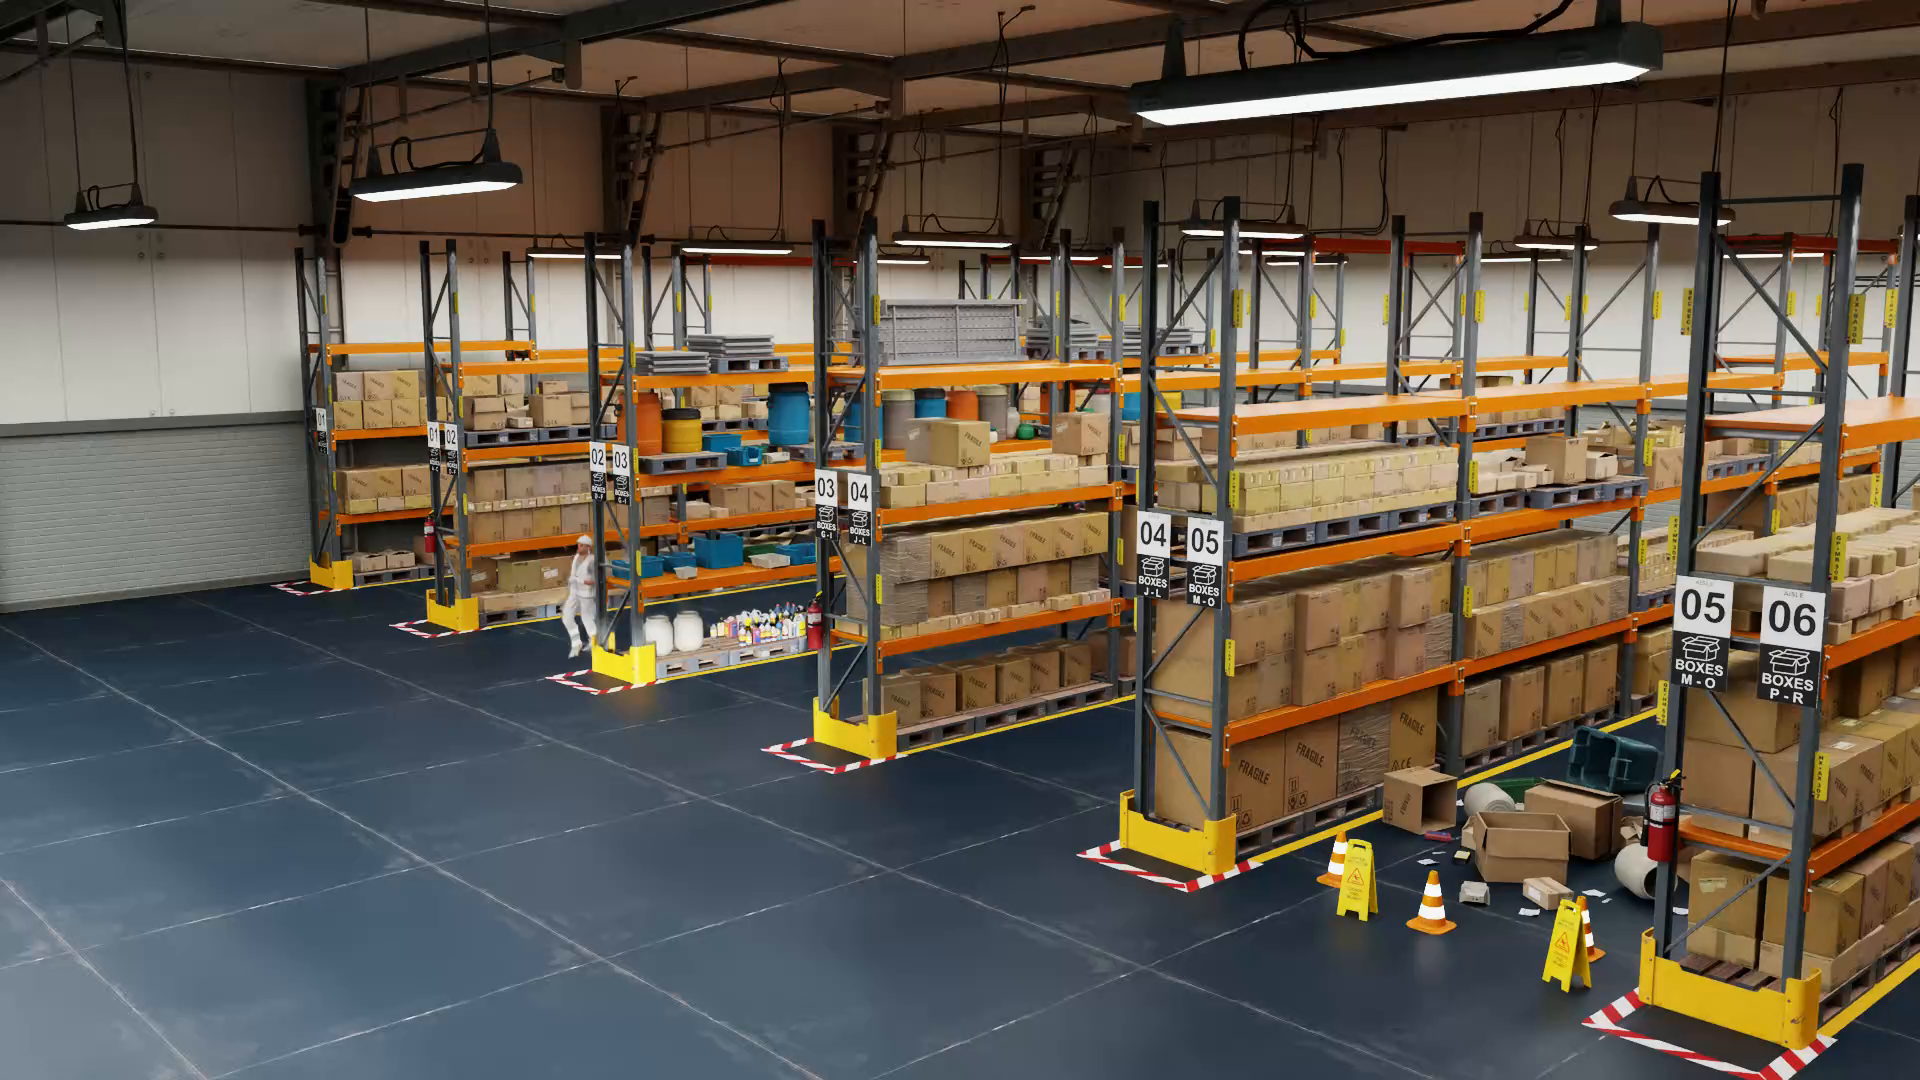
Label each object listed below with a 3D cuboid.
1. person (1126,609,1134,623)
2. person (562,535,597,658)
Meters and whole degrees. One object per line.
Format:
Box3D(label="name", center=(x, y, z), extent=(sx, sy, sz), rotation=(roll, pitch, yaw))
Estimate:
Box3D(label="person", center=(2.432, 0.482, 24.492), extent=(0.741, 1.850, 0.625), rotation=(-8, 11, -42))
Box3D(label="person", center=(-5.333, 0.822, 23.831), extent=(0.645, 1.821, 0.675), rotation=(5, 10, 29))
